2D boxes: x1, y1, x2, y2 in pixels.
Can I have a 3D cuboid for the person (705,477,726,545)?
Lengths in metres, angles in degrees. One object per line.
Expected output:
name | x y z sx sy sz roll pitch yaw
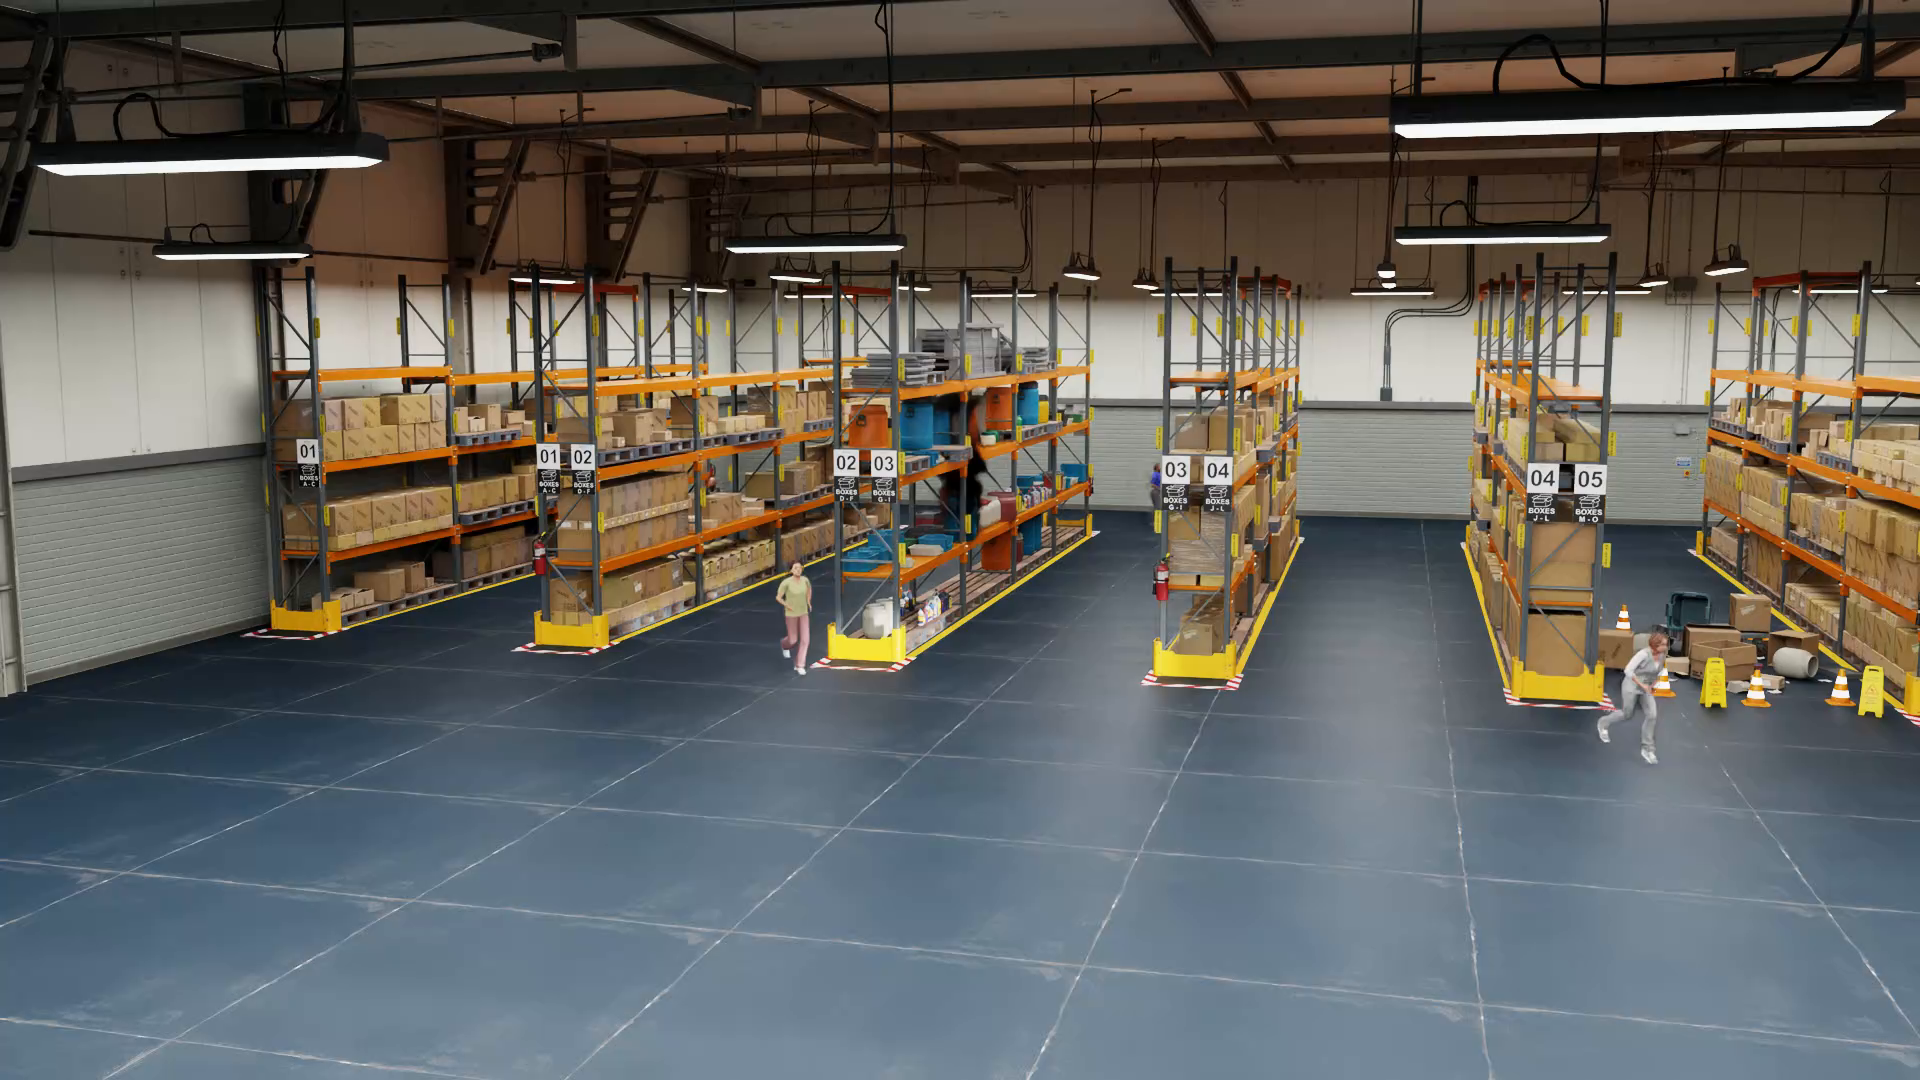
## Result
person | -5.535 -0.581 37.511 0.647 1.696 0.831 1 7 8

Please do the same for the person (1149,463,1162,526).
person | 5.046 -1.147 42.150 0.556 1.603 0.590 5 9 33

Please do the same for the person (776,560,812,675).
person | -2.420 1.115 24.453 0.589 1.665 0.797 -4 8 -26

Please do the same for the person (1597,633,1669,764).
person | 7.902 1.796 19.561 0.571 1.547 0.916 -4 8 -30
